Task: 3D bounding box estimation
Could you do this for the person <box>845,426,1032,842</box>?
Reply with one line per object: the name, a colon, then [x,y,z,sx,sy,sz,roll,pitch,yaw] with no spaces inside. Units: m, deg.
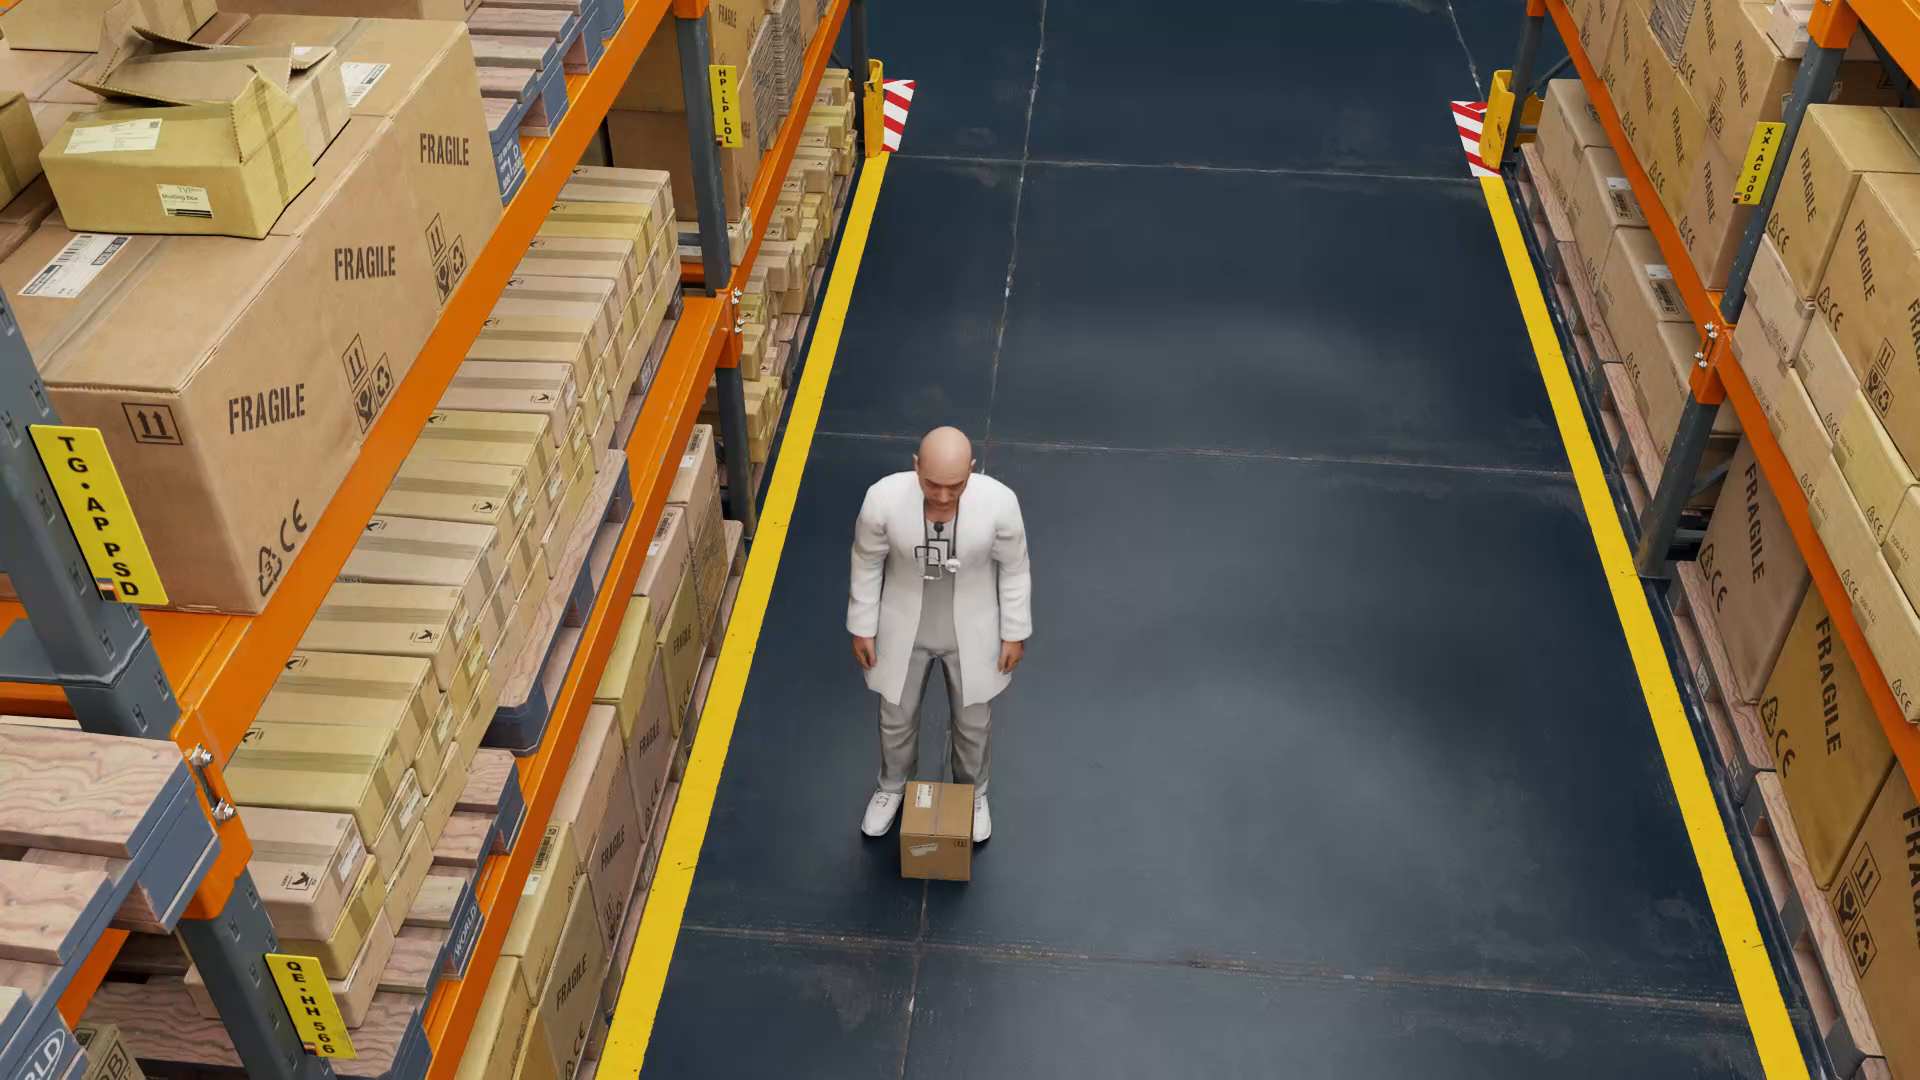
person: [-0.073,0.320,5.781,0.647,1.773,0.427,2,40,2]
